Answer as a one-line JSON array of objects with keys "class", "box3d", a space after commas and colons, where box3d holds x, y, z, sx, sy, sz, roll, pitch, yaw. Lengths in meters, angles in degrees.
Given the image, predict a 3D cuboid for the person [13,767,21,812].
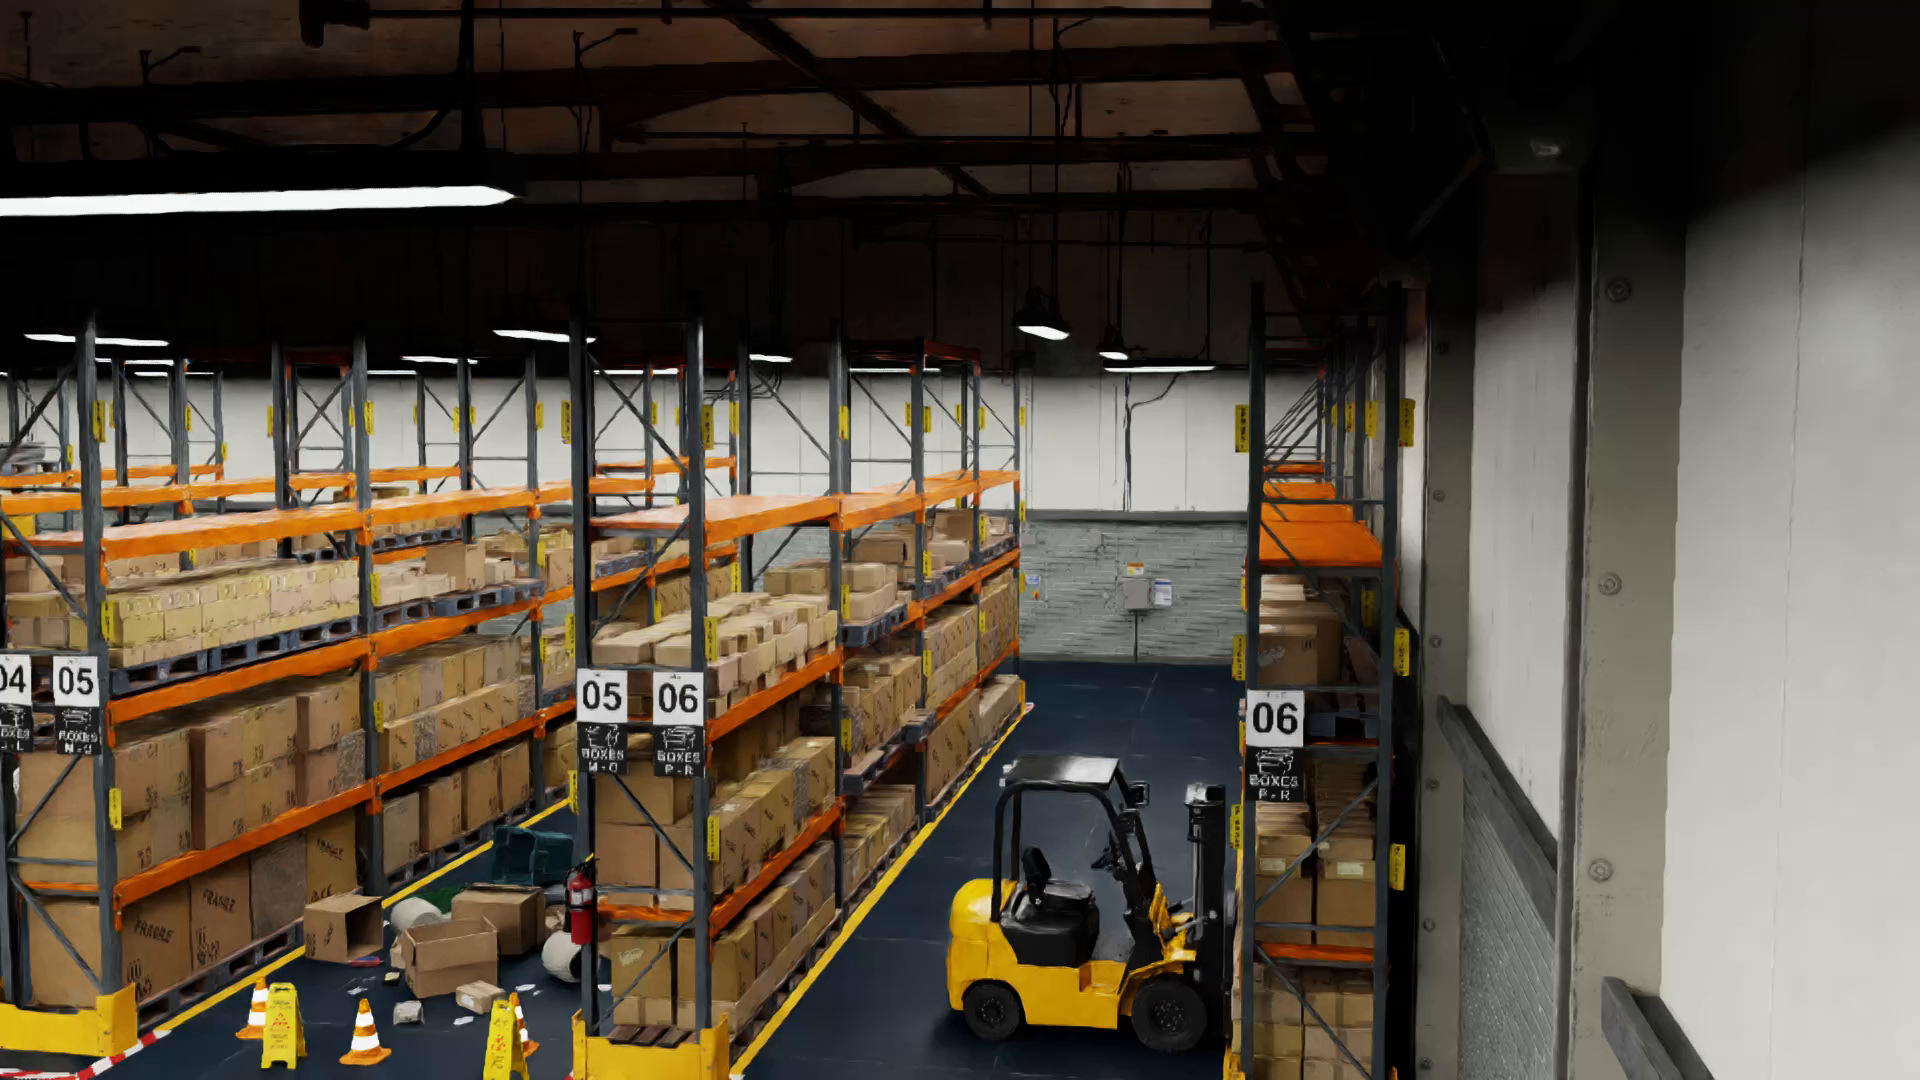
[{"class": "person", "box3d": [-9.770, 2.932, 17.687, 0.613, 1.606, 0.827, -1, 5, -7]}]
